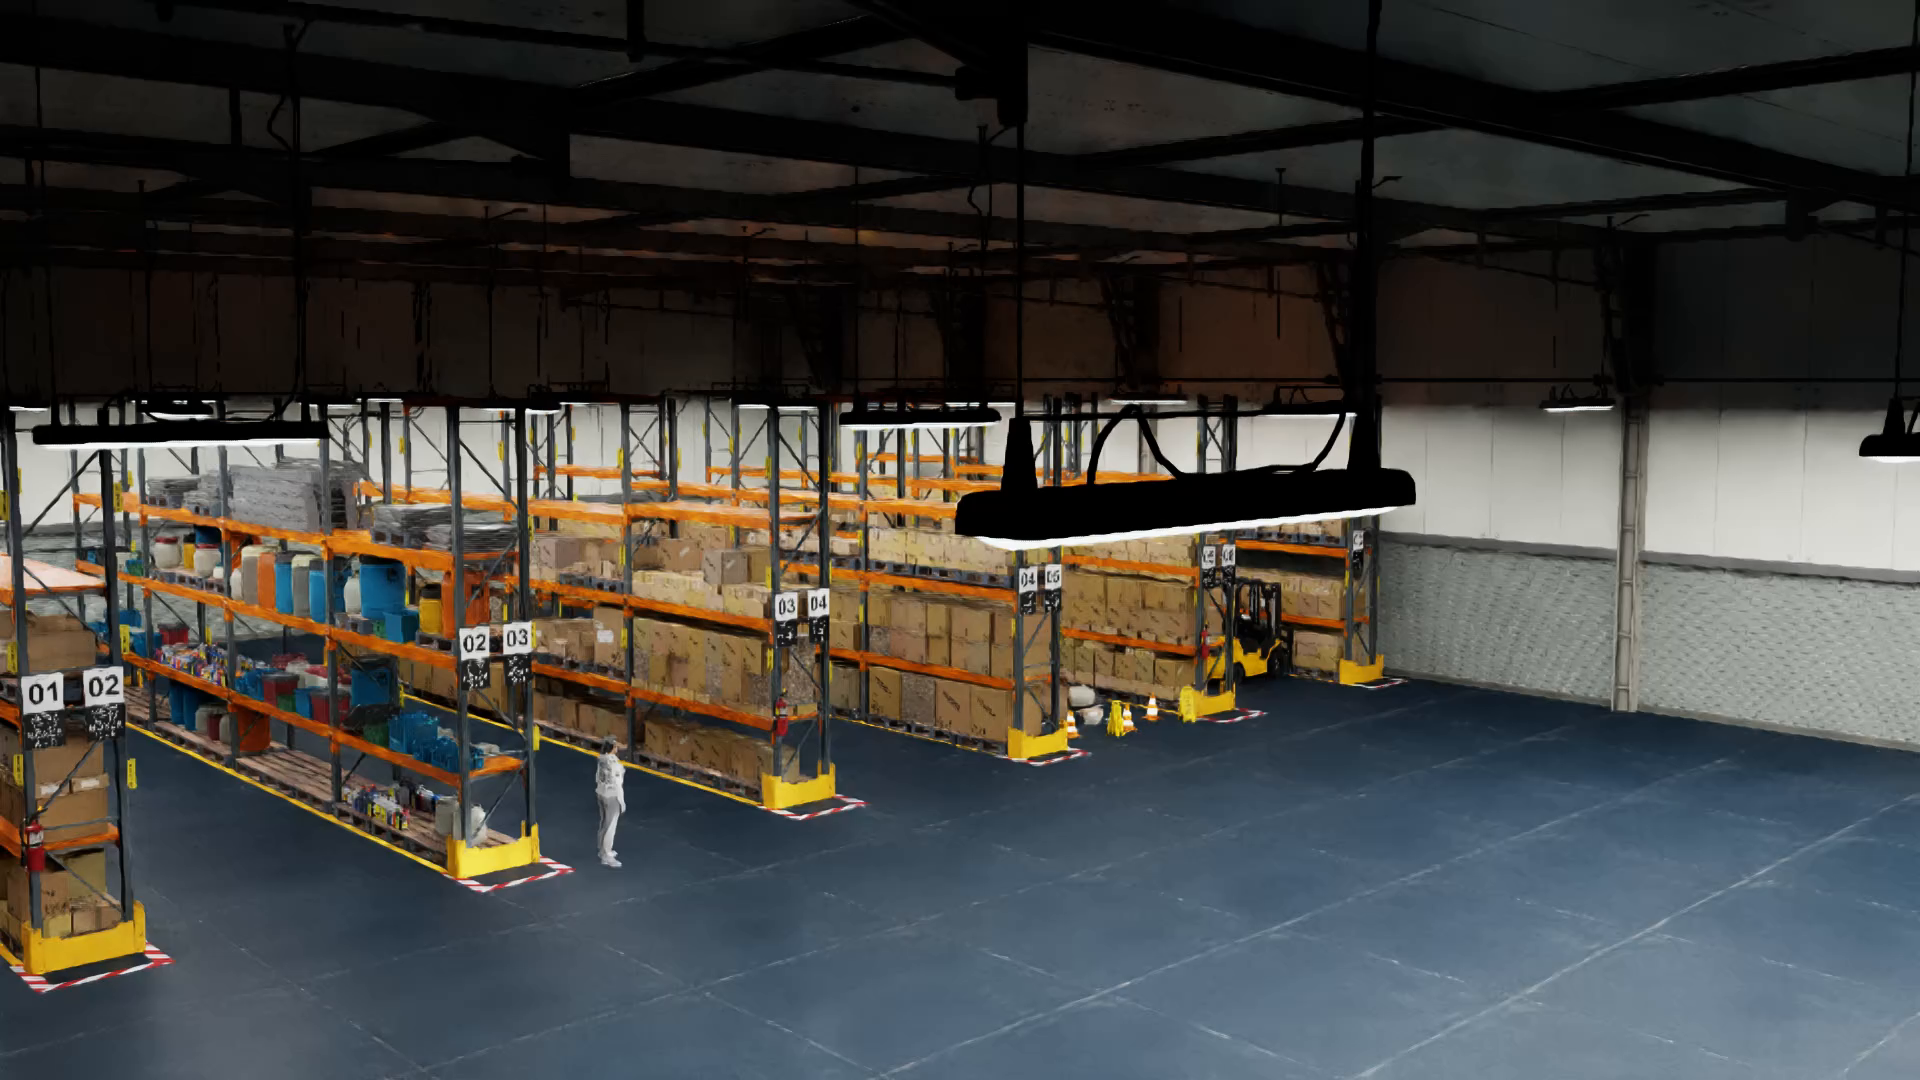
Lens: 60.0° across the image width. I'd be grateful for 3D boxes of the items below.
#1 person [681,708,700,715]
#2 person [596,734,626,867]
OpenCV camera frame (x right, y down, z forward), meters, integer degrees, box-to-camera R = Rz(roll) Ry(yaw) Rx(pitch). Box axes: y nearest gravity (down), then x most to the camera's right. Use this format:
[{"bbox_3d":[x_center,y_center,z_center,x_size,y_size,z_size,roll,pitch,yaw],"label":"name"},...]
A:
[{"bbox_3d":[-5.035,2.470,31.389,0.682,1.675,0.535,-5,8,-44],"label":"person"},{"bbox_3d":[-4.588,3.376,21.770,0.367,1.685,0.633,-4,7,-38],"label":"person"}]
